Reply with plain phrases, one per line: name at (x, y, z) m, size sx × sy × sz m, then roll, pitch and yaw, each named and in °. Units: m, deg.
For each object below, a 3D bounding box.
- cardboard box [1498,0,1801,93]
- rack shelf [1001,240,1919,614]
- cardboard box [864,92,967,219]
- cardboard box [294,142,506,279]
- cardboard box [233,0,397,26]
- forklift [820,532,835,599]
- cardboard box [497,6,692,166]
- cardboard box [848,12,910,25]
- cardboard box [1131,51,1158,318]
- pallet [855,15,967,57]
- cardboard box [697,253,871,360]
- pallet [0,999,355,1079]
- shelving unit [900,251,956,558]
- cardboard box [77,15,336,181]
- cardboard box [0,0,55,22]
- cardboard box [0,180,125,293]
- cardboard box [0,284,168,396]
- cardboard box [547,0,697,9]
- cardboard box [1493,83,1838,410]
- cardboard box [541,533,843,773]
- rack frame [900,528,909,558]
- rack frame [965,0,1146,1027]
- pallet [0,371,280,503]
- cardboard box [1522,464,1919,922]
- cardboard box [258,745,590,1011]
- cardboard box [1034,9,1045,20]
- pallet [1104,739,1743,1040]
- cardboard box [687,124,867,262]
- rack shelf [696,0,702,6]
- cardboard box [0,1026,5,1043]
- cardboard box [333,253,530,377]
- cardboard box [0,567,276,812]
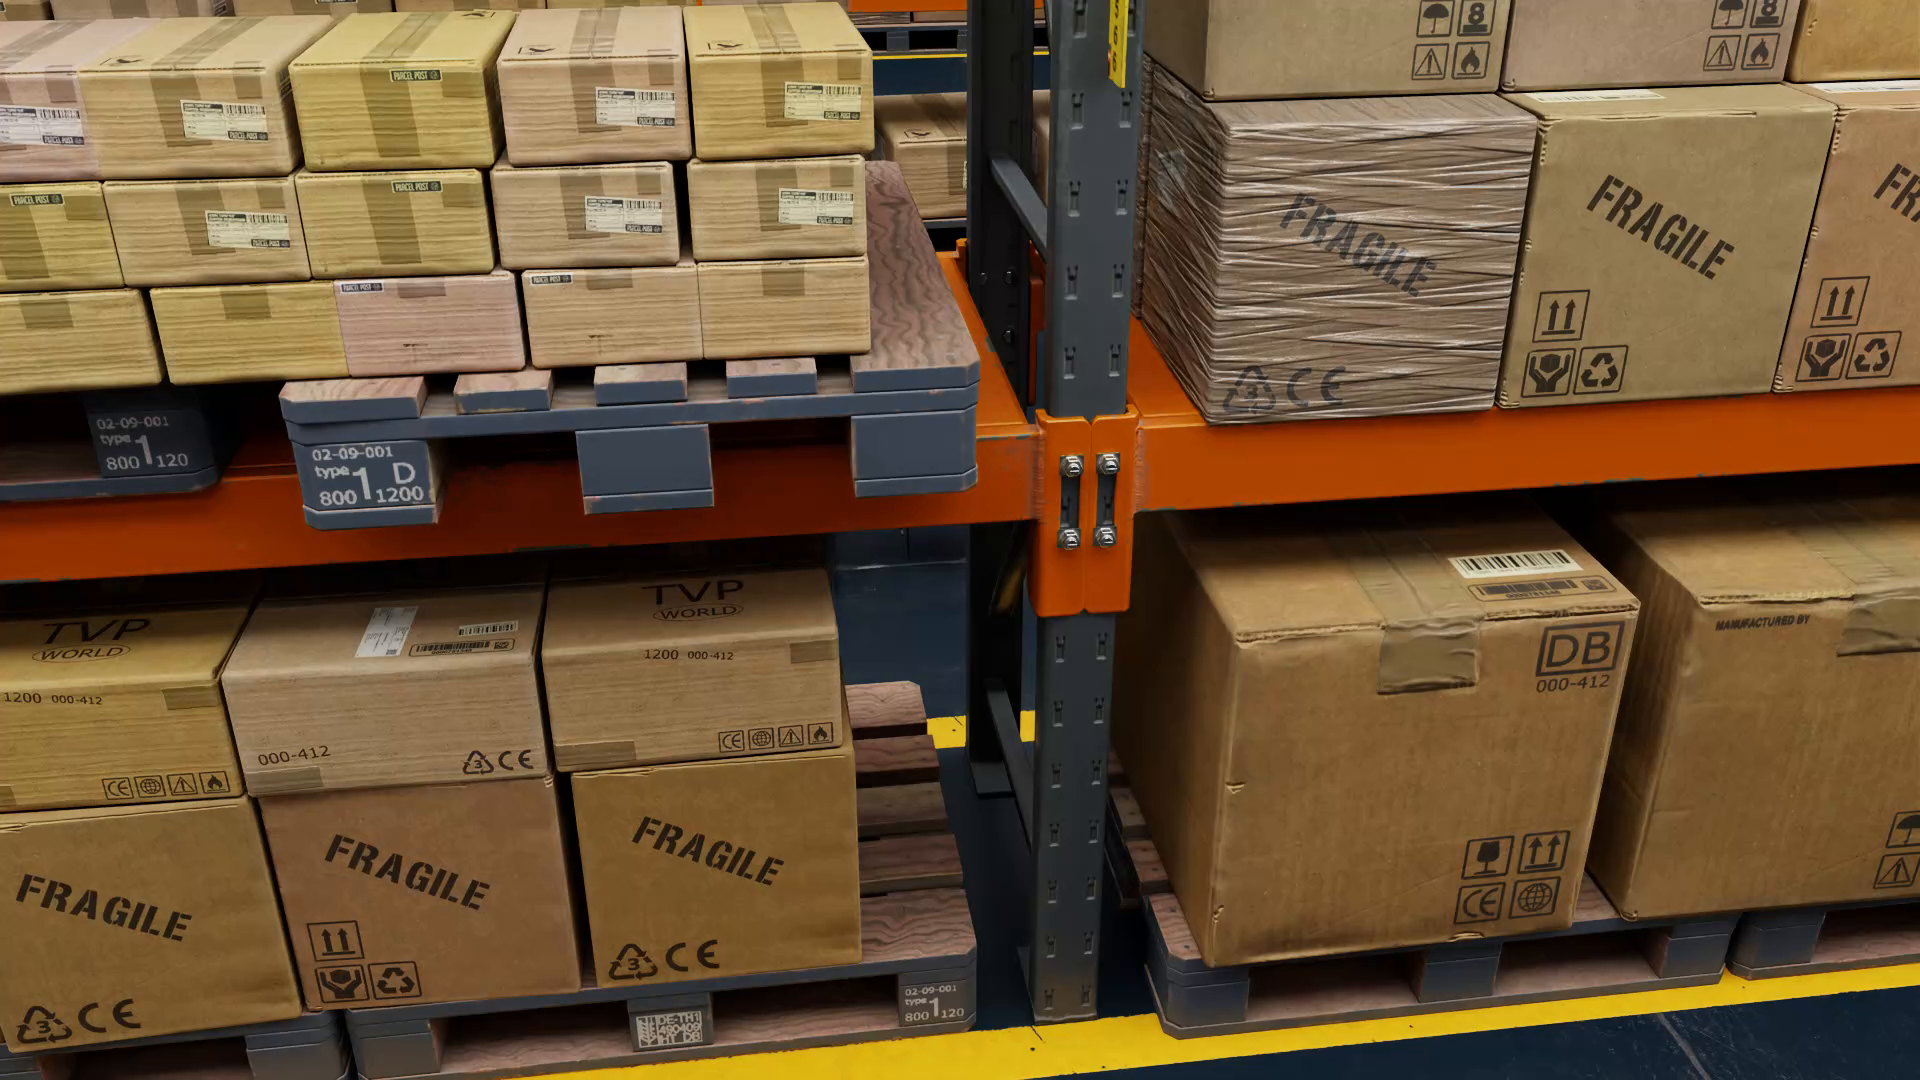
cardboard box at (1.091, -1.132, 2.966) m, size 0.500 × 0.500 × 0.700 m, roll -4°, pitch 27°, yaw -8°
rack shelf at (2.125, -0.393, 3.519) m, size 4.000 × 0.370 × 1.077 m, roll -4°, pitch 27°, yaw -7°
cardboard box at (-0.084, -1.867, 8.021) m, size 0.625 × 0.372 × 0.950 m, roll -5°, pitch 28°, yaw -11°
cardboard box at (-0.805, -0.521, 2.468) m, size 0.250 × 0.149 × 0.380 m, roll -3°, pitch 27°, yaw -6°
cardboard box at (-1.112, -0.936, 2.951) m, size 0.250 × 0.149 × 0.380 m, roll -5°, pitch 28°, yaw -9°
forklift at (-1.899, -1.233, 4.442) m, size 3.031 × 2.935 × 1.130 m, roll -2°, pitch 27°, yaw -3°
cardboard box at (-0.526, -0.673, 2.439) m, size 0.250 × 0.149 × 0.380 m, roll -4°, pitch 27°, yaw -8°
cardboard box at (-0.721, -4.225, 12.340) m, size 0.625 × 0.625 × 0.875 m, roll -3°, pitch 27°, yaw -5°
cardboard box at (0.553, -0.781, 3.376) m, size 0.500 × 0.500 × 0.500 m, roll -4°, pitch 27°, yaw -7°
pallet at (-0.520, -3.855, 12.532) m, size 1.213 × 0.211 × 1.003 m, roll -4°, pitch 27°, yaw -7°
cardboard box at (-0.280, -0.422, 2.602) m, size 0.250 × 0.149 × 0.380 m, roll -3°, pitch 27°, yaw -6°
pallet at (-1.835, 0.780, 3.499) m, size 1.213 × 0.211 × 1.003 m, roll -4°, pitch 27°, yaw -7°
shelving unit at (-0.053, -0.464, 5.004) m, size 0.252 × 1.050 × 0.215 m, roll -4°, pitch 27°, yaw -7°
cardboard box at (-1.049, -0.637, 2.370) m, size 0.250 × 0.149 × 0.380 m, roll -3°, pitch 27°, yaw -6°
cardboard box at (-1.641, -0.900, 2.881) m, size 0.250 × 0.149 × 0.380 m, roll -3°, pitch 27°, yaw -6°
cardboard box at (-1.300, -0.490, 2.409) m, size 0.250 × 0.149 × 0.380 m, roll -4°, pitch 27°, yaw -7°
cardboard box at (-1.294, -0.359, 2.478) m, size 0.250 × 0.149 × 0.380 m, roll -5°, pitch 28°, yaw -9°
cardboard box at (-0.606, -0.966, 3.010) m, size 0.250 × 0.149 × 0.380 m, roll -4°, pitch 27°, yaw -9°
cardboard box at (1.130, -0.571, 2.967) m, size 0.500 × 0.500 × 0.500 m, roll -4°, pitch 27°, yaw -8°
cardboard box at (-0.496, 0.167, 3.095) m, size 0.500 × 0.250 × 0.500 m, roll -4°, pitch 27°, yaw -8°
rack frame at (-0.174, -0.456, 4.989) m, size 0.008 × 1.050 × 0.200 m, roll -4°, pitch 27°, yaw -7°
rack frame at (0.145, -0.586, 3.107) m, size 0.127 × 3.000 × 1.000 m, roll -4°, pitch 27°, yaw -7°
pallet at (-1.810, -0.356, 2.869) m, size 1.213 × 0.211 × 1.003 m, roll -4°, pitch 27°, yaw -7°
cardboard box at (1.625, 0.173, 3.632) m, size 0.750 × 0.750 × 1.050 m, roll -3°, pitch 27°, yaw -6°
cardboard box at (-0.985, 0.530, 3.209) m, size 0.500 × 0.500 × 0.500 m, roll -3°, pitch 27°, yaw -5°
cardboard box at (0.592, -4.313, 12.511) m, size 0.625 × 0.625 × 0.875 m, roll -5°, pitch 28°, yaw -9°
pallet at (0.936, 0.638, 3.775) m, size 1.213 × 0.211 × 1.003 m, roll -4°, pitch 27°, yaw -7°
cardboard box at (-0.281, -0.556, 2.538) m, size 0.250 × 0.149 × 0.380 m, roll -3°, pitch 27°, yaw -6°
rack shelf at (-2.626, -2.370, 7.372) m, size 4.000 × 0.370 × 1.077 m, roll -4°, pitch 27°, yaw -7°
cardboard box at (-2.007, 0.593, 3.087) m, size 0.500 × 0.500 × 0.500 m, roll -3°, pitch 27°, yaw -6°
cardboard box at (-0.781, -0.391, 2.541) m, size 0.250 × 0.149 × 0.380 m, roll -3°, pitch 27°, yaw -6°
cardboard box at (-1.500, 0.230, 2.973) m, size 0.500 × 0.250 × 0.500 m, roll -3°, pitch 27°, yaw -6°
